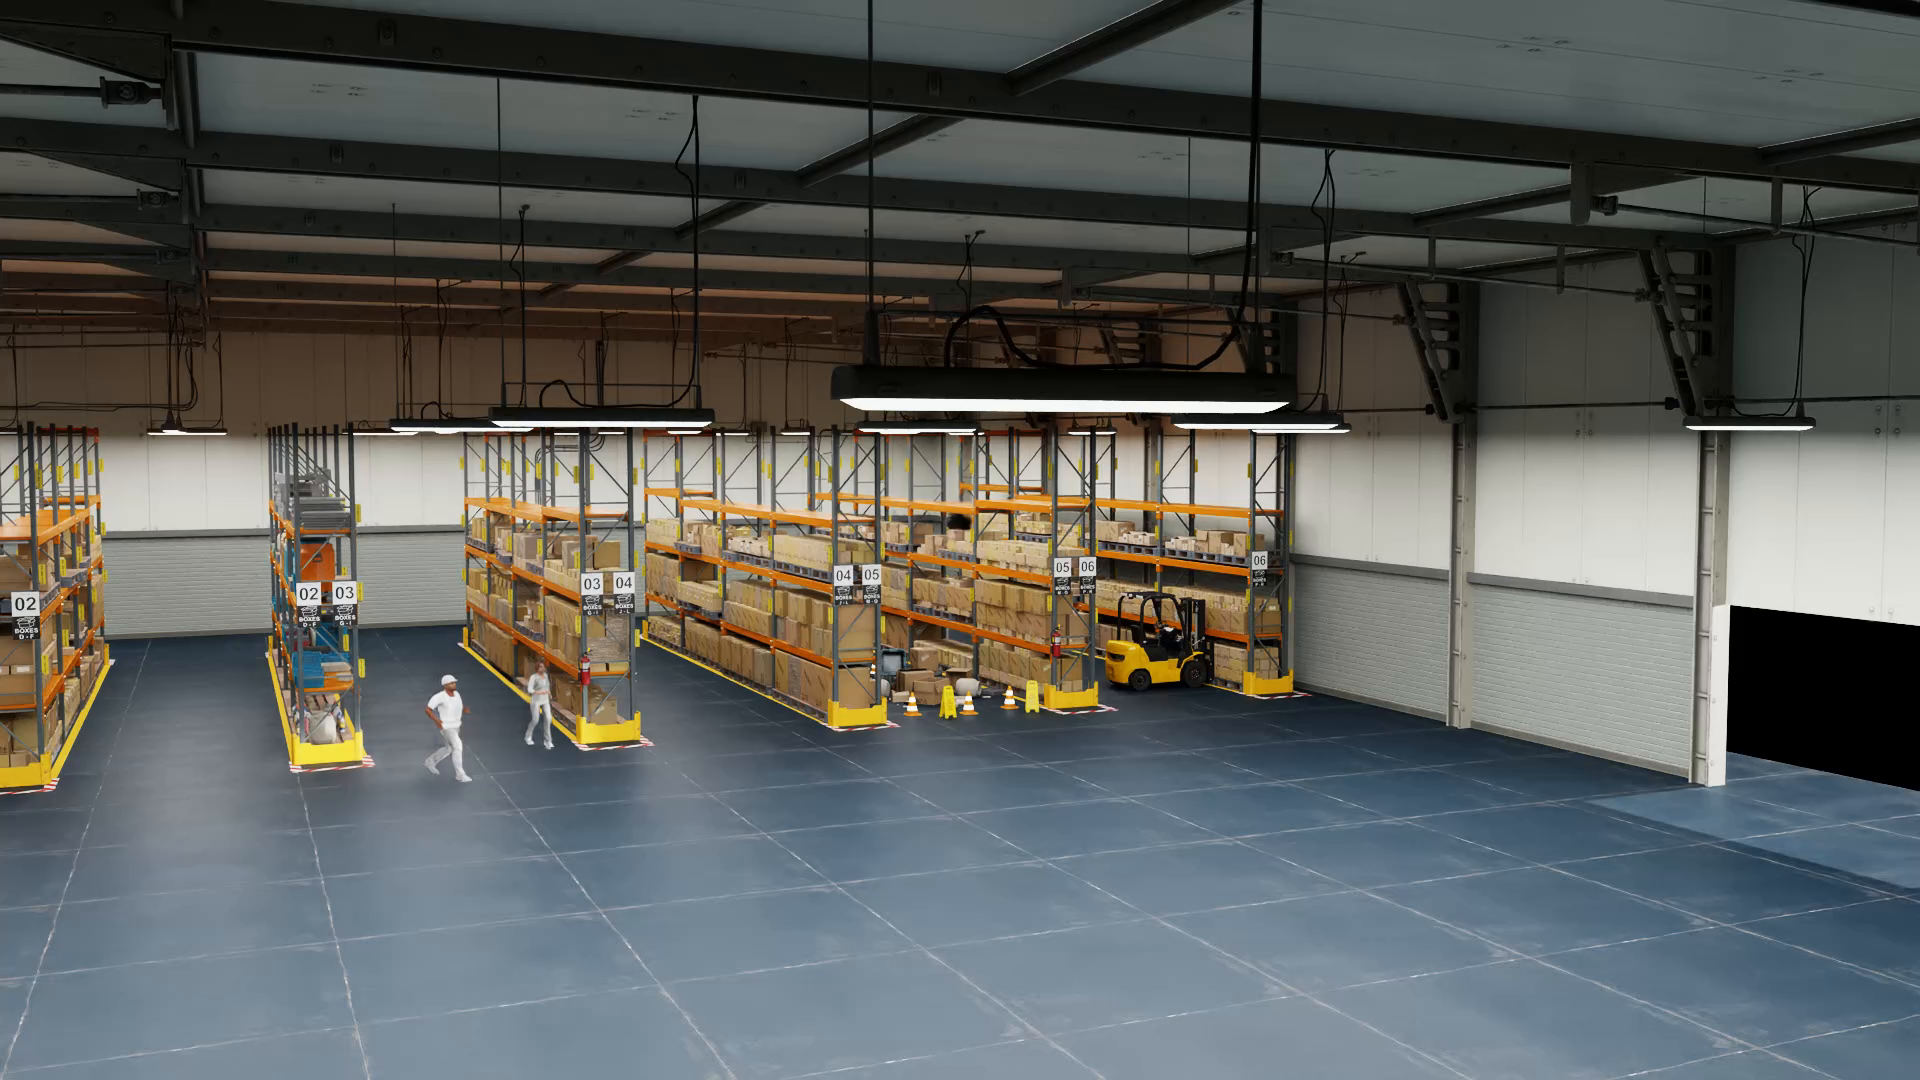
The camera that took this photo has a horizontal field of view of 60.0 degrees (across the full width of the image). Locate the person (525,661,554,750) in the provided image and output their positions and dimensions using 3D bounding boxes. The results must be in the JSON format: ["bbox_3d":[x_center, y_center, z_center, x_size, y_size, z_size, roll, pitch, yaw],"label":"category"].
[{"bbox_3d":[-7.778,3.050,30.733,0.721,1.654,0.559,3,5,41],"label":"person"}]

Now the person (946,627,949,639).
[{"bbox_3d":[-0.500,2.055,46.367,0.561,1.743,0.740,-2,4,-24],"label":"person"}]

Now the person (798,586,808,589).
[{"bbox_3d":[-4.661,1.763,51.223,0.674,1.730,0.689,0,4,-7],"label":"person"}]

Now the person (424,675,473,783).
[{"bbox_3d":[-8.551,3.137,27.821,0.914,1.780,0.682,1,4,13],"label":"person"}]
